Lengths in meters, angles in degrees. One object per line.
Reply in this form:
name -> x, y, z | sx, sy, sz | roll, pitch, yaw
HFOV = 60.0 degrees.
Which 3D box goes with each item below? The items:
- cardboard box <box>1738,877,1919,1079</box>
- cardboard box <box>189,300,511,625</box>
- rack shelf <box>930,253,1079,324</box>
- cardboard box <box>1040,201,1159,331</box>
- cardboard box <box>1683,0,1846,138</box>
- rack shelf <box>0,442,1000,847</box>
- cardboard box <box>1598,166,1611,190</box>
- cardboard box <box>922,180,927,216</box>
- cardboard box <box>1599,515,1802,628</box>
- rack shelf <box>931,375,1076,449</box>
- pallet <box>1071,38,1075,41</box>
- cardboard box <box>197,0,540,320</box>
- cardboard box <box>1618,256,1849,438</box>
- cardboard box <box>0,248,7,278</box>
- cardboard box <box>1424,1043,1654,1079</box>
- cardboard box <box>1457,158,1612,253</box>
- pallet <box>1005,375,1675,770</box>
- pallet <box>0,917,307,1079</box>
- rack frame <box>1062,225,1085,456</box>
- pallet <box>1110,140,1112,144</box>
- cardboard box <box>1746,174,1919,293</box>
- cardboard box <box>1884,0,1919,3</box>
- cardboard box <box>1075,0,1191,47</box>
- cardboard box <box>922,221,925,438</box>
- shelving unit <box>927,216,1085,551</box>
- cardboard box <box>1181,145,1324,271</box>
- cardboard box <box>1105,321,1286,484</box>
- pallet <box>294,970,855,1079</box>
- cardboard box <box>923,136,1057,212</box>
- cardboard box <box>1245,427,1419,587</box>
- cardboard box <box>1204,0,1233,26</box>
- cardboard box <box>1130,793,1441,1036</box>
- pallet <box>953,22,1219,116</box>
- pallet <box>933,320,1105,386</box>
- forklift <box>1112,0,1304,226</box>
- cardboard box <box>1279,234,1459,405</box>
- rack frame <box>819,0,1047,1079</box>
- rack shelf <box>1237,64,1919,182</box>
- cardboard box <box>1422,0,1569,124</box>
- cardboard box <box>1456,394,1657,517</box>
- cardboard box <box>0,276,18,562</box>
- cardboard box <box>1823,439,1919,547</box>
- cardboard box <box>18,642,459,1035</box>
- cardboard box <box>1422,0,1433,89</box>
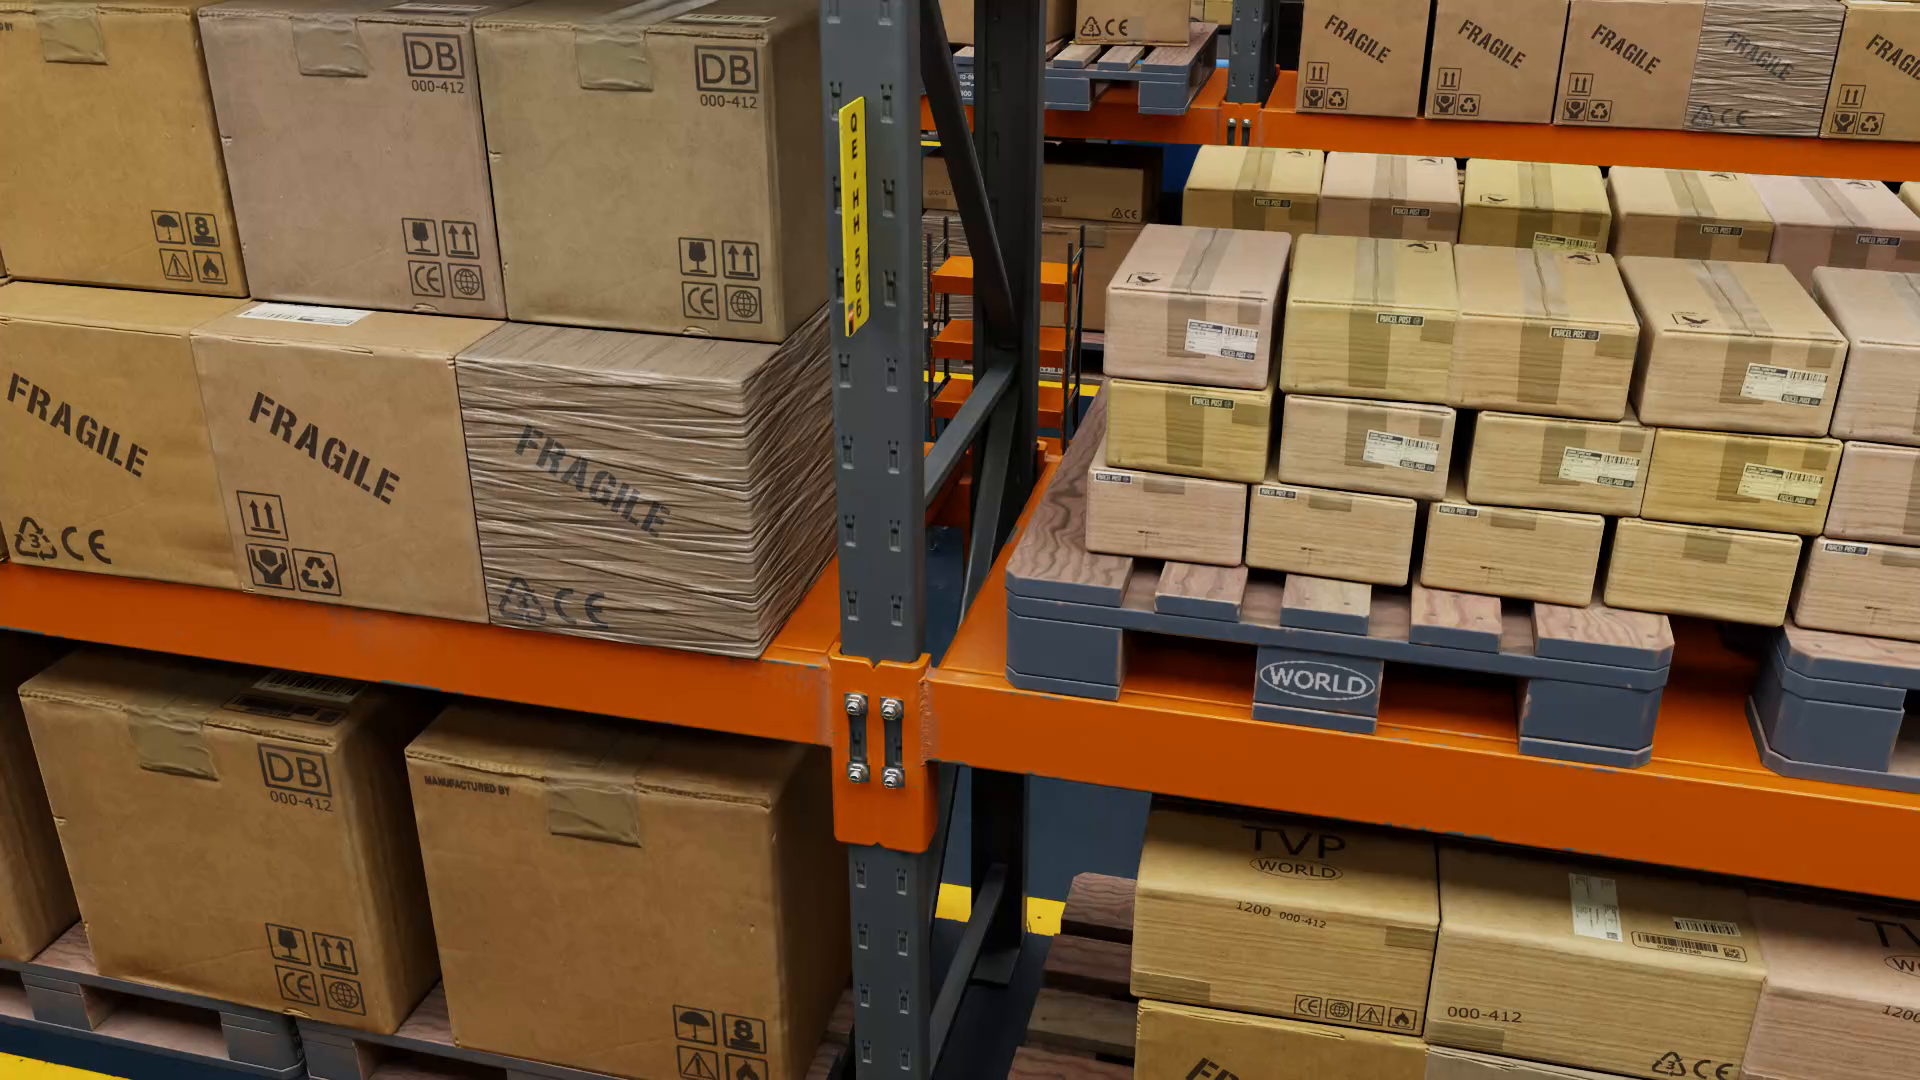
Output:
cardboard box -> 1.559, 0.719, 2.797 | 0.500, 0.250, 0.500 | 7, 26, 13
cardboard box -> -1.001, -0.204, 3.073 | 0.500, 0.500, 0.500 | 6, 26, 13
rack shelf -> 0.160, -0.879, 5.786 | 0.480, 0.148, 0.258 | 6, 26, 13
cardboard box -> 0.664, -1.356, 8.005 | 0.500, 0.500, 0.700 | 5, 26, 10
cardboard box -> 3.202, -1.940, 6.720 | 0.500, 0.500, 0.500 | 6, 26, 13
rack shelf -> -1.952, -0.058, 3.719 | 4.000, 0.370, 1.077 | 6, 26, 13
cardboard box -> 2.842, -1.272, 7.415 | 0.875, 0.875, 1.225 | 6, 26, 13
cardboard box -> -0.427, -1.468, 8.240 | 0.500, 0.500, 0.700 | 9, 27, 17
cardboard box -> 1.151, -0.027, 2.621 | 0.250, 0.149, 0.380 | 8, 26, 15
rack shelf -> 0.160, -0.463, 5.984 | 0.480, 0.148, 0.258 | 6, 26, 13
pallet -> 1.823, -5.323, 17.186 | 1.213, 0.211, 1.003 | 6, 26, 13
cardboard box -> -0.938, -0.771, 3.100 | 0.500, 0.500, 0.700 | 6, 26, 12
cardboard box -> 1.138, -0.299, 2.500 | 0.250, 0.149, 0.380 | 5, 26, 11
cardboard box -> -1.930, -0.880, 3.329 | 0.500, 0.500, 0.700 | 6, 26, 12
cardboard box -> 1.094, 1.005, 3.069 | 0.500, 0.500, 0.500 | 7, 26, 14
cardboard box -> 1.070, -0.596, 3.124 | 0.250, 0.149, 0.380 | 7, 26, 15
pallet -> 0.701, -0.050, 3.089 | 1.003, 0.211, 1.213 | 6, 26, 13
pallet -> -1.938, 0.843, 4.233 | 1.213, 0.211, 1.003 | 6, 26, 13
rack frame -> 0.397, -0.498, 5.900 | 0.015, 1.200, 0.240 | 6, 26, 13
pallet -> 1.811, -3.125, 12.568 | 1.213, 0.211, 1.003 | 6, 26, 13
cardboard box -> 1.561, -0.541, 3.008 | 0.250, 0.149, 0.380 | 6, 26, 13
cardboard box -> 3.909, -2.436, 6.593 | 0.637, 0.503, 0.797 | 7, 26, 14
cardboard box -> 0.785, -2.499, 7.404 | 0.500, 0.500, 0.500 | 3, 26, 7
cardboard box -> -0.383, -0.374, 3.430 | 0.500, 0.500, 0.500 | 7, 26, 14
shelving unit -> 0.160, -0.524, 5.955 | 0.503, 1.200, 0.258 | 6, 26, 13
cardboard box -> 0.574, -0.652, 3.241 | 0.250, 0.149, 0.380 | 5, 26, 11
cardboard box -> 0.403, -0.244, 2.730 | 0.250, 0.149, 0.380 | 7, 26, 15
pallet -> -0.760, 0.975, 3.957 | 1.213, 0.211, 1.003 | 6, 26, 13
cardboard box -> 0.145, -1.743, 7.945 | 0.500, 0.250, 0.500 | 9, 27, 19
cardboard box -> 0.628, -0.084, 2.741 | 0.250, 0.149, 0.380 | 8, 26, 16
cardboard box -> 2.718, -5.303, 16.609 | 0.500, 0.250, 0.500 | 6, 26, 12
cardboard box -> 0.592, 0.606, 3.034 | 0.500, 0.250, 0.500 | 5, 26, 11
pallet -> 0.601, -2.168, 7.537 | 1.003, 0.211, 1.213 | 6, 26, 13
pallet -> 0.561, -1.048, 8.205 | 1.213, 0.211, 1.003 | 6, 26, 13
forklift -> 2.468, -3.222, 9.607 | 3.031, 2.935, 1.130 | 6, 26, 12
cardboard box -> 0.645, -0.356, 2.619 | 0.250, 0.149, 0.380 | 6, 26, 12
rack frame -> -0.015, -0.169, 3.115 | 0.127, 3.000, 1.000 | 6, 26, 13
rack shelf -> 3.255, -1.684, 7.134 | 4.000, 0.370, 1.077 | 6, 26, 13
cardboard box -> 2.221, -2.048, 6.946 | 0.500, 0.500, 0.500 | 6, 26, 12
cardboard box -> 0.925, -0.188, 2.614 | 0.250, 0.149, 0.380 | 5, 26, 11
cardboard box -> -1.983, -0.311, 3.297 | 0.500, 0.500, 0.500 | 7, 26, 14
cardboard box -> 1.411, -0.134, 2.501 | 0.250, 0.149, 0.380 | 6, 26, 13
cardboard box -> -1.430, 0.463, 3.917 | 0.750, 0.750, 1.050 | 7, 26, 14
cardboard box -> 2.339, -2.262, 7.396 | 0.500, 0.500, 0.500 | 6, 26, 13
